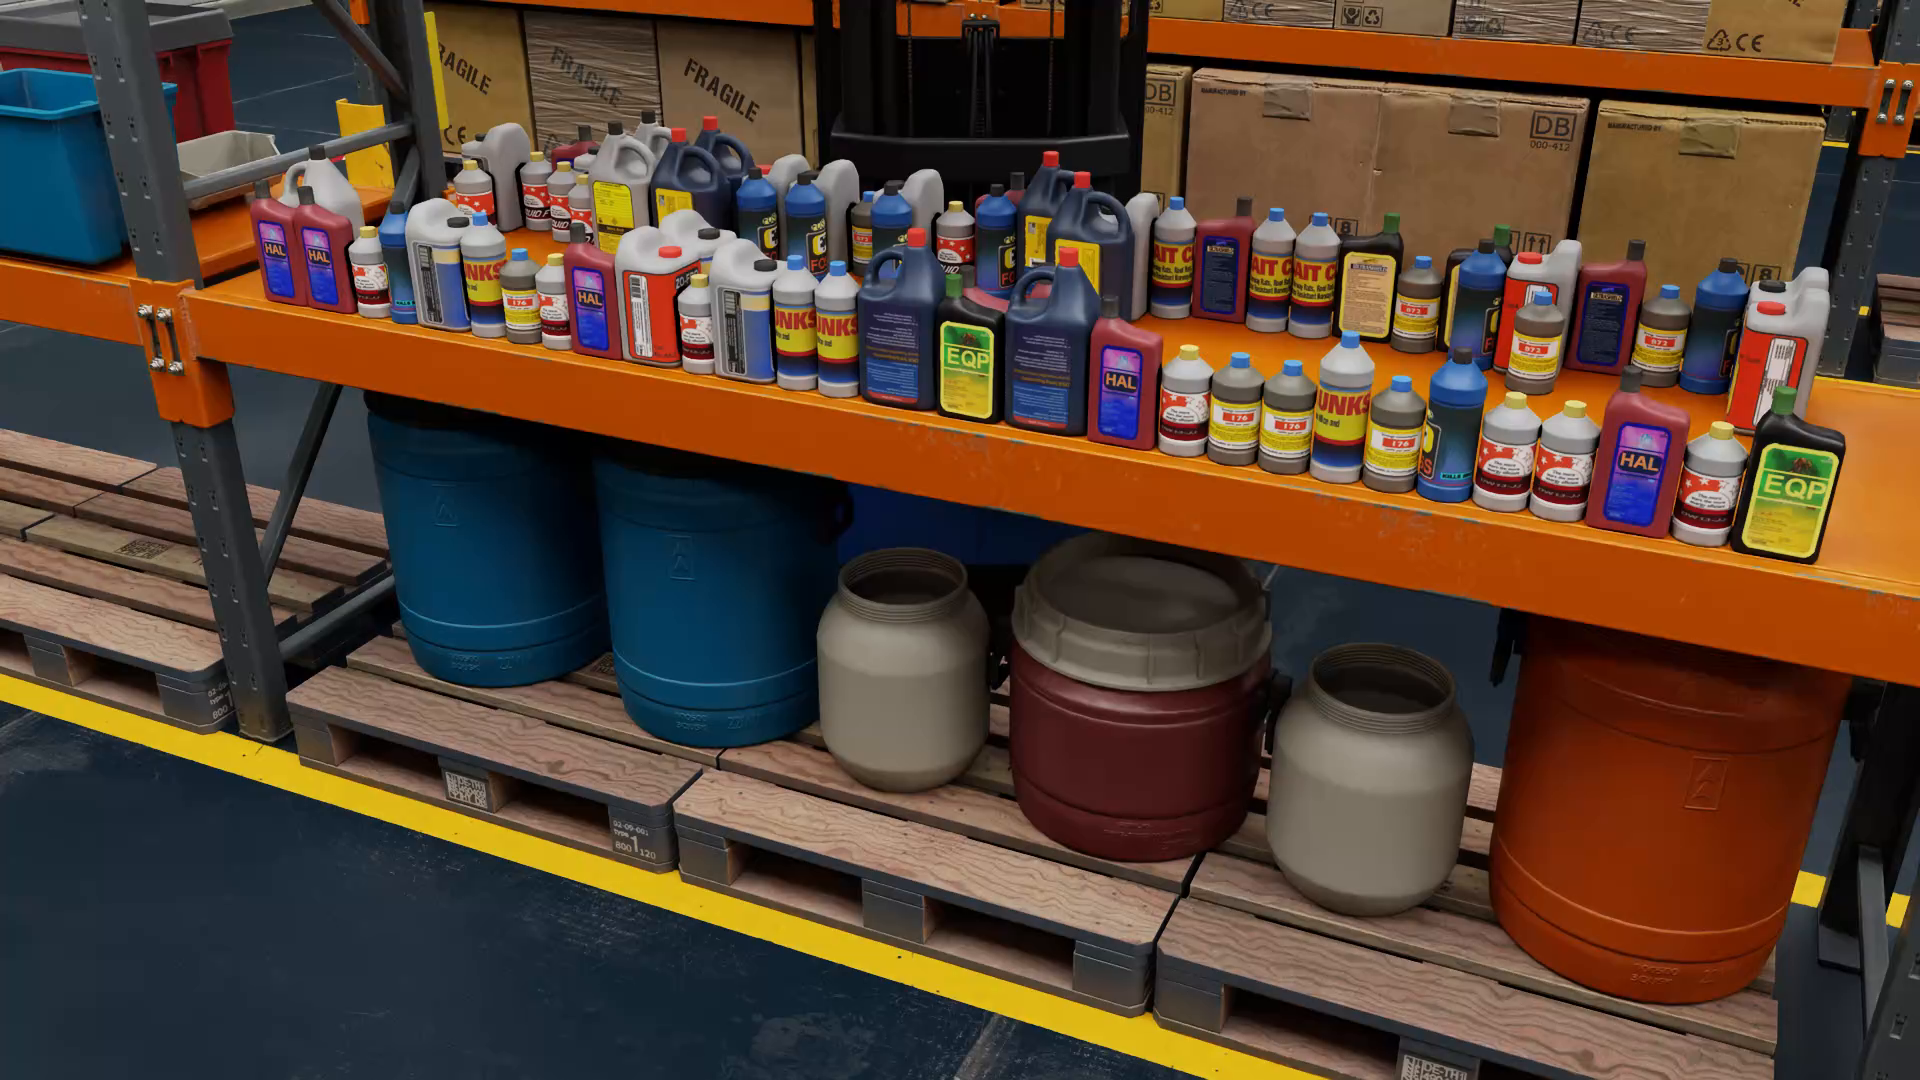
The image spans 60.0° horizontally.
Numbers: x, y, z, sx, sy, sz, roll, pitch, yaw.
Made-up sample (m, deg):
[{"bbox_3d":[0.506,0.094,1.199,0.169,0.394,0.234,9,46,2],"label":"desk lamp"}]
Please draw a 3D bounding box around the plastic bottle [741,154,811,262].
[{"bbox_3d":[-0.460,-0.831,4.183,0.135,0.276,0.152,11,28,22],"label":"plastic bottle"}]

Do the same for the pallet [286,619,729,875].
[{"bbox_3d":[-1.059,0.421,4.656,1.213,0.211,1.003,11,28,22],"label":"pallet"}]

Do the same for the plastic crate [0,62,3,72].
[{"bbox_3d":[-3.058,-1.315,5.091,0.530,0.282,0.437,11,28,22],"label":"plastic crate"}]

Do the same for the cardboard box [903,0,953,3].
[{"bbox_3d":[-0.108,-2.791,8.307,0.250,0.149,0.380,12,28,22],"label":"cardboard box"}]

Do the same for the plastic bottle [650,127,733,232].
[{"bbox_3d":[-0.664,-0.837,4.111,0.185,0.351,0.144,11,28,22],"label":"plastic bottle"}]

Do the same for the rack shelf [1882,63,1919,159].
[{"bbox_3d":[5.767,-1.560,6.336,4.000,0.370,1.077,11,28,22],"label":"rack shelf"}]

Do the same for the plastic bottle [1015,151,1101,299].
[{"bbox_3d":[0.230,-0.728,3.888,0.185,0.351,0.144,11,28,22],"label":"plastic bottle"}]

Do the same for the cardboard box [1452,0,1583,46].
[{"bbox_3d":[2.470,-2.471,7.259,0.500,0.500,0.500,10,28,20],"label":"cardboard box"}]

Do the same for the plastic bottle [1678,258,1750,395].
[{"bbox_3d":[1.542,-0.440,3.394,0.097,0.271,0.097,0,26,0],"label":"plastic bottle"}]

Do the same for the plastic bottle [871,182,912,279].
[{"bbox_3d":[-0.161,-0.708,3.939,0.097,0.271,0.097,0,26,0],"label":"plastic bottle"}]

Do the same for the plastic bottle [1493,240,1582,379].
[{"bbox_3d":[1.215,-0.495,3.499,0.135,0.276,0.152,11,28,22],"label":"plastic bottle"}]

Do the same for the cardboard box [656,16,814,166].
[{"bbox_3d":[-1.081,-2.532,9.427,0.875,0.875,0.875,11,28,22],"label":"cardboard box"}]

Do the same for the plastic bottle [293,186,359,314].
[{"bbox_3d":[-1.466,-0.673,3.852,0.133,0.283,0.061,11,28,22],"label":"plastic bottle"}]

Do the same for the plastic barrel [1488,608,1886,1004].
[{"bbox_3d":[1.444,0.446,3.429,0.708,0.830,0.600,11,28,22],"label":"plastic barrel"}]

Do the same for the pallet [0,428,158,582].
[{"bbox_3d":[-3.545,-0.078,5.670,1.213,0.211,1.003,11,28,22],"label":"pallet"}]

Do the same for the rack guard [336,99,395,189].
[{"bbox_3d":[-3.357,-2.594,10.452,0.348,0.500,1.175,11,28,22],"label":"rack guard"}]

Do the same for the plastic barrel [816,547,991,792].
[{"bbox_3d":[-0.135,0.315,4.056,0.421,0.512,0.421,0,26,0],"label":"plastic barrel"}]

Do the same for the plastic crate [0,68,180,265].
[{"bbox_3d":[-2.311,-0.956,4.246,0.575,0.384,0.392,11,28,22],"label":"plastic crate"}]

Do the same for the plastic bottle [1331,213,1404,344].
[{"bbox_3d":[0.902,-0.583,3.670,0.133,0.283,0.061,11,28,22],"label":"plastic bottle"}]

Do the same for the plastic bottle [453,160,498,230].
[{"bbox_3d":[-1.287,-0.903,4.413,0.097,0.201,0.097,0,26,0],"label":"plastic bottle"}]

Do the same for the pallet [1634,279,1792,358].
[{"bbox_3d":[3.260,-1.171,7.890,1.213,0.211,1.003,11,28,22],"label":"pallet"}]

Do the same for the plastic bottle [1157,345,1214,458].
[{"bbox_3d":[0.424,-0.265,3.117,0.097,0.201,0.097,0,26,0],"label":"plastic bottle"}]

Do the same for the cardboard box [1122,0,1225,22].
[{"bbox_3d":[1.079,-2.748,7.823,0.500,0.500,0.500,11,28,22],"label":"cardboard box"}]

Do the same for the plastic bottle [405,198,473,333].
[{"bbox_3d":[-1.148,-0.627,3.769,0.135,0.276,0.152,11,28,22],"label":"plastic bottle"}]

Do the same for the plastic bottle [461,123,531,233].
[{"bbox_3d":[-1.252,-0.990,4.506,0.135,0.276,0.152,11,28,22],"label":"plastic bottle"}]

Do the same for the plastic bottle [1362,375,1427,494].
[{"bbox_3d":[0.778,-0.194,2.973,0.097,0.201,0.097,0,26,0],"label":"plastic bottle"}]

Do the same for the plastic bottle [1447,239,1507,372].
[{"bbox_3d":[1.096,-0.500,3.516,0.097,0.271,0.097,0,26,0],"label":"plastic bottle"}]

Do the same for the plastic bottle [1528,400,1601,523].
[{"bbox_3d":[1.044,-0.140,2.864,0.097,0.201,0.097,0,26,0],"label":"plastic bottle"}]

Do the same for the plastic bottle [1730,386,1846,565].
[{"bbox_3d":[1.352,-0.107,2.703,0.133,0.283,0.061,11,28,22],"label":"plastic bottle"}]

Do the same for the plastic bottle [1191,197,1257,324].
[{"bbox_3d":[0.604,-0.643,3.792,0.133,0.283,0.061,11,28,22],"label":"plastic bottle"}]

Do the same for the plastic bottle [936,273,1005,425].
[{"bbox_3d":[0.022,-0.374,3.245,0.133,0.283,0.061,11,28,22],"label":"plastic bottle"}]

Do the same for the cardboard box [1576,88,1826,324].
[{"bbox_3d":[3.327,-1.618,7.570,0.875,0.875,1.225,10,28,19],"label":"cardboard box"}]

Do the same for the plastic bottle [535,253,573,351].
[{"bbox_3d":[-0.876,-0.526,3.648,0.097,0.201,0.097,0,26,0],"label":"plastic bottle"}]

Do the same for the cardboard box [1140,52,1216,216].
[{"bbox_3d":[0.896,-2.106,8.561,0.875,0.875,1.225,11,28,22],"label":"cardboard box"}]

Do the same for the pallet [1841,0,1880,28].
[{"bbox_3d":[8.760,-4.838,15.338,1.213,0.211,1.003,11,28,22],"label":"pallet"}]

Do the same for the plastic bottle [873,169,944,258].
[{"bbox_3d":[-0.127,-0.764,4.047,0.135,0.276,0.152,11,28,22],"label":"plastic bottle"}]

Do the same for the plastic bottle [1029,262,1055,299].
[{"bbox_3d":[0.203,-0.407,3.313,0.133,0.283,0.061,11,28,22],"label":"plastic bottle"}]

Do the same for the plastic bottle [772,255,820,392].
[{"bbox_3d":[-0.333,-0.448,3.411,0.097,0.271,0.097,0,26,0],"label":"plastic bottle"}]

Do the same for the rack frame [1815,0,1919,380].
[{"bbox_3d":[3.947,-2.248,6.920,0.127,3.000,1.000,11,28,22],"label":"rack frame"}]

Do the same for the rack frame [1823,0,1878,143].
[{"bbox_3d":[6.092,-4.224,10.933,0.127,3.000,1.000,11,28,22],"label":"rack frame"}]

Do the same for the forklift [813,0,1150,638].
[{"bbox_3d":[0.072,-1.625,5.732,1.130,2.935,3.031,0,26,1],"label":"forklift"}]

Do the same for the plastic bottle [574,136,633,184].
[{"bbox_3d":[-0.919,-0.923,4.370,0.135,0.276,0.152,11,28,22],"label":"plastic bottle"}]
